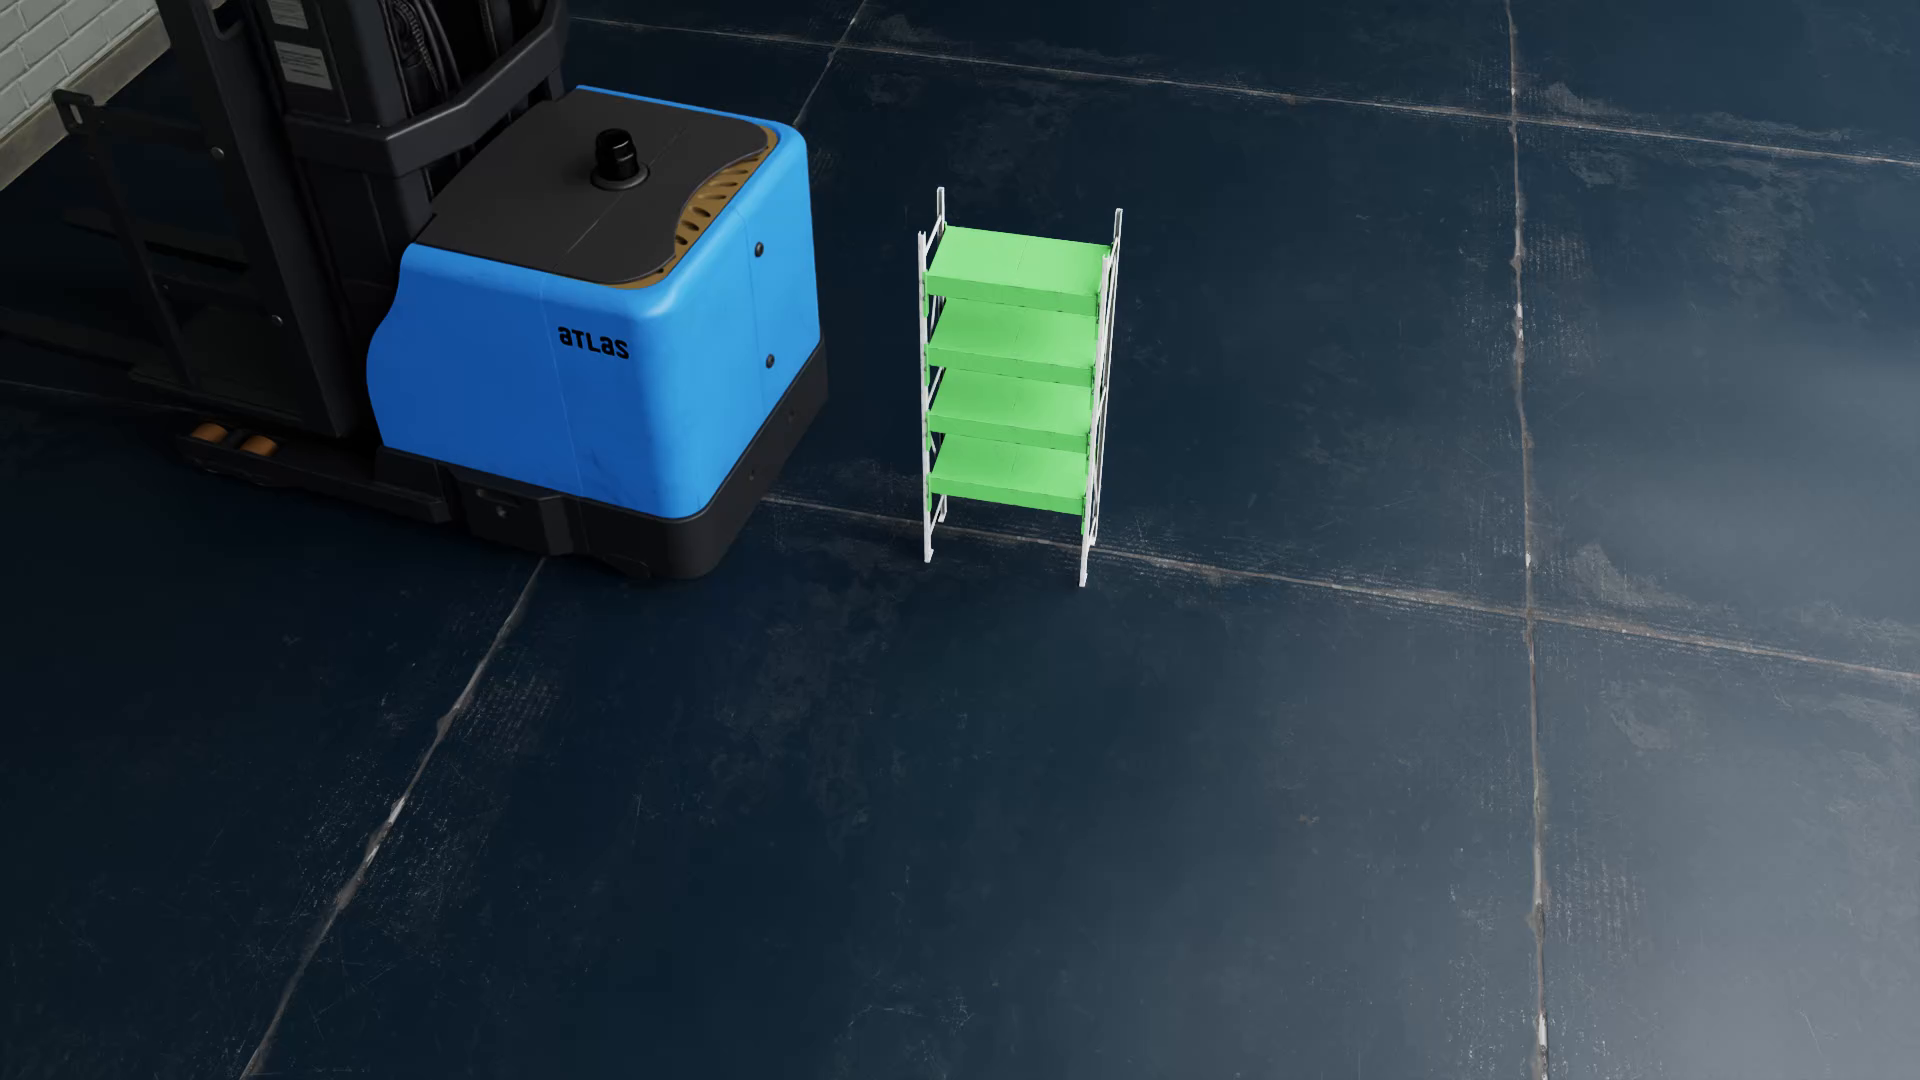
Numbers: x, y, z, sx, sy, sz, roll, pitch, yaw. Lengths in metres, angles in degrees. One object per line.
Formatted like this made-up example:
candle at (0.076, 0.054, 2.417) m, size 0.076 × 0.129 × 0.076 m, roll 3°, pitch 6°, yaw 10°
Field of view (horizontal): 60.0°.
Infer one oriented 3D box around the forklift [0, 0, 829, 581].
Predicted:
forklift at (-2.020, -1.560, 4.758) m, size 3.031 × 2.935 × 1.130 m, roll 14°, pitch 46°, yaw 14°

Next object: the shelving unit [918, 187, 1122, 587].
shelving unit at (0.162, -0.407, 4.808) m, size 0.503 × 1.200 × 0.258 m, roll 9°, pitch 45°, yaw 9°

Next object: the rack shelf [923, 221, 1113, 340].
rack shelf at (0.162, -0.707, 4.519) m, size 0.480 × 0.148 × 0.258 m, roll 9°, pitch 45°, yaw 9°

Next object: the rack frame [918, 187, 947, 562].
rack frame at (-0.077, -0.444, 4.846) m, size 0.015 × 1.200 × 0.240 m, roll 9°, pitch 45°, yaw 9°

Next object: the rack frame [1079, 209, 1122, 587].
rack frame at (0.400, -0.370, 4.769) m, size 0.015 × 1.200 × 0.240 m, roll 9°, pitch 45°, yaw 9°

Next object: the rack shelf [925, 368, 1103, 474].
rack shelf at (0.162, -0.361, 4.852) m, size 0.480 × 0.148 × 0.258 m, roll 9°, pitch 45°, yaw 9°

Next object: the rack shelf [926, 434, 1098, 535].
rack shelf at (0.162, -0.188, 5.019) m, size 0.480 × 0.148 × 0.258 m, roll 9°, pitch 45°, yaw 9°

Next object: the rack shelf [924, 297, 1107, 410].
rack shelf at (0.162, -0.534, 4.686) m, size 0.480 × 0.148 × 0.258 m, roll 9°, pitch 45°, yaw 9°
